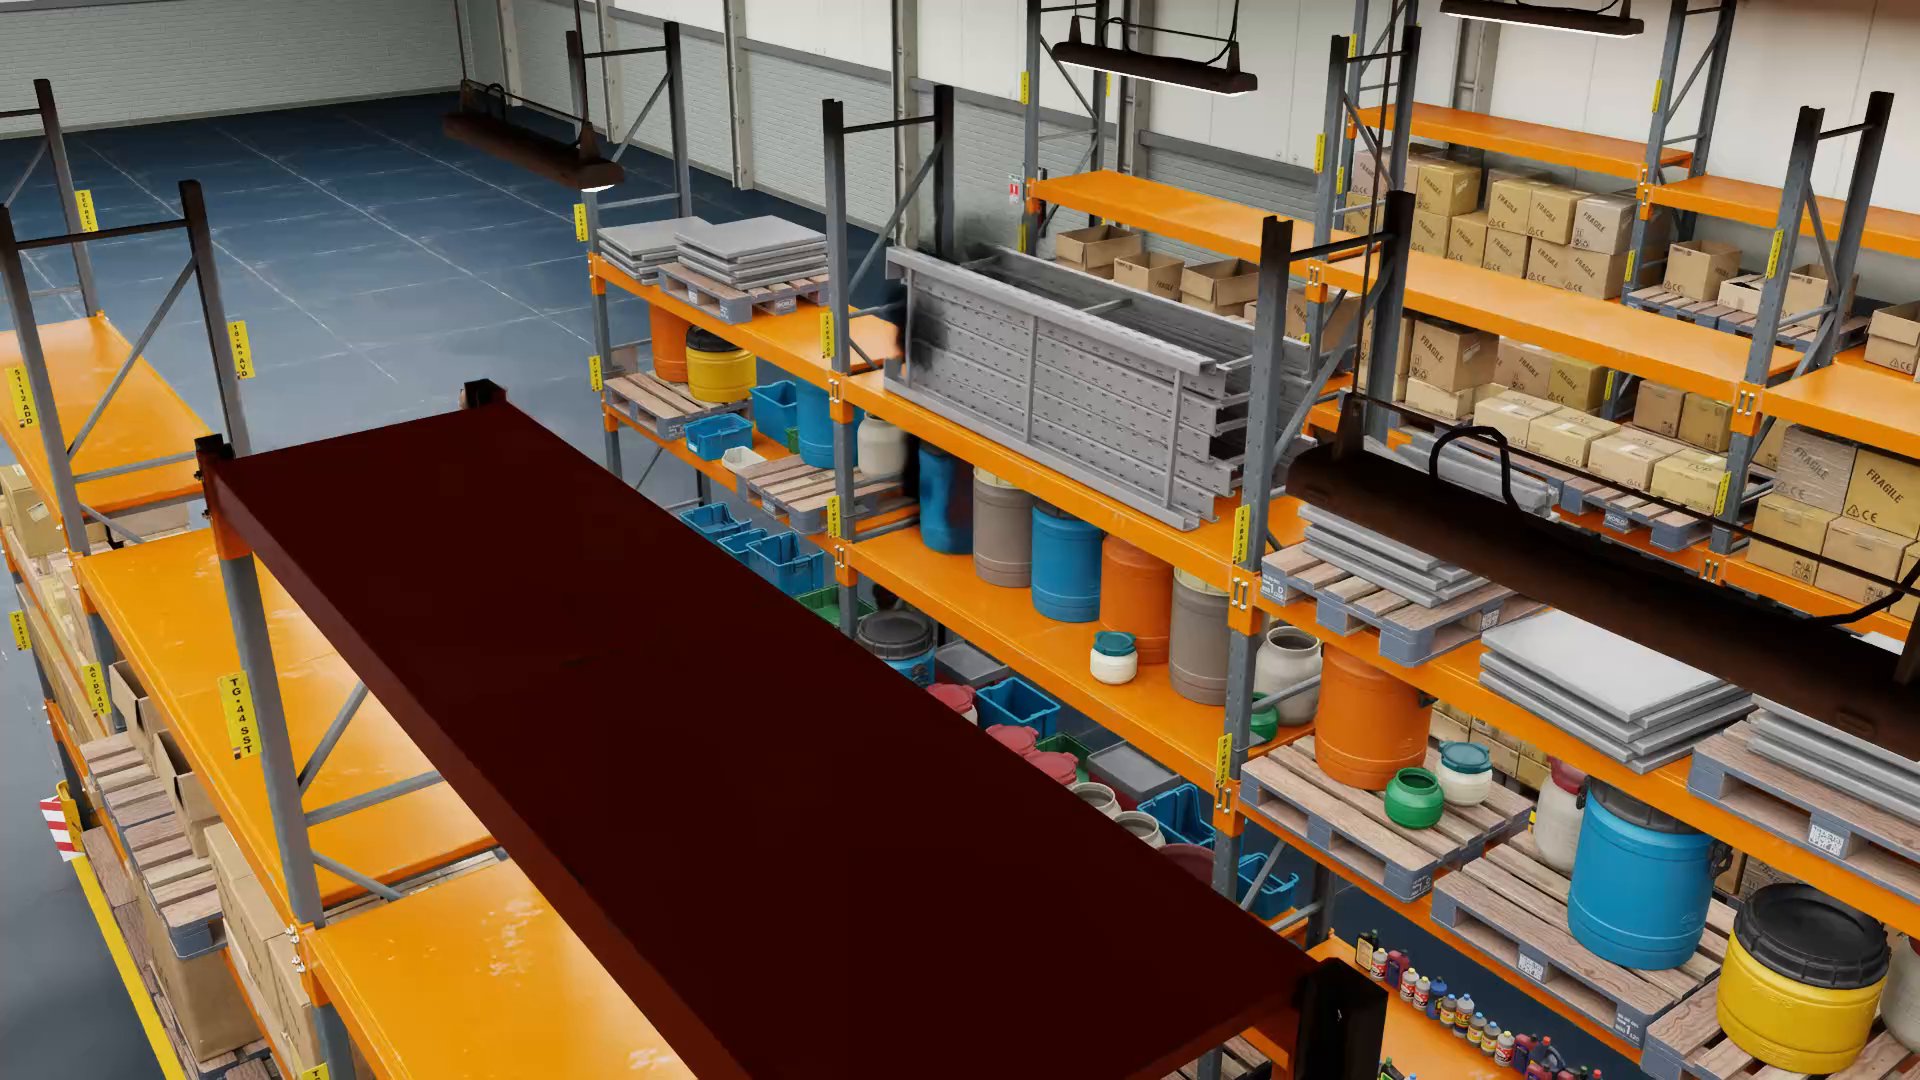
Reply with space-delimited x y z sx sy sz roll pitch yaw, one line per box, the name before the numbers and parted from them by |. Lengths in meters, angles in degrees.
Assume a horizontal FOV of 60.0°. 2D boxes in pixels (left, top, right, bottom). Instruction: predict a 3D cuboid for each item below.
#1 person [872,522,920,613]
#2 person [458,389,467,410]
person | -0.575 0.301 15.563 0.687 1.755 0.709 21 32 38
person | -5.501 -0.917 18.909 0.945 1.700 0.665 -7 26 -16
